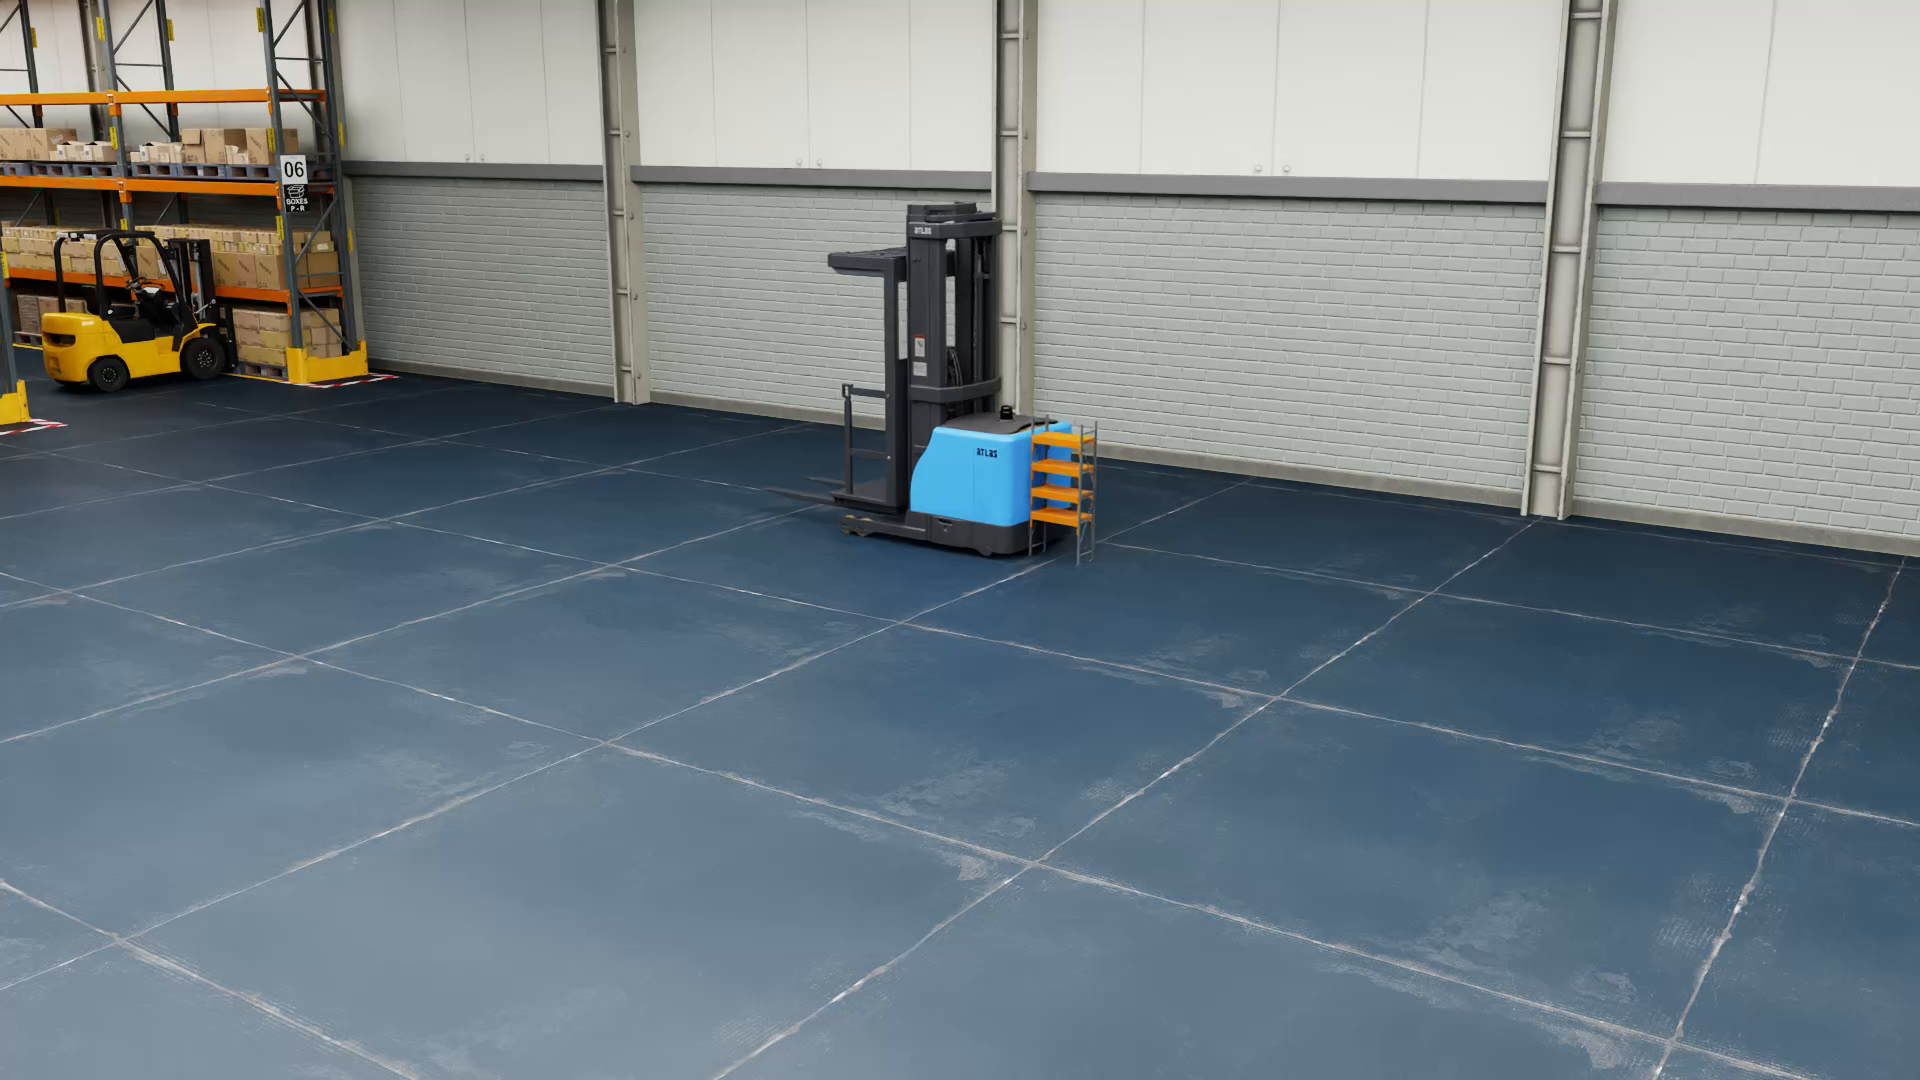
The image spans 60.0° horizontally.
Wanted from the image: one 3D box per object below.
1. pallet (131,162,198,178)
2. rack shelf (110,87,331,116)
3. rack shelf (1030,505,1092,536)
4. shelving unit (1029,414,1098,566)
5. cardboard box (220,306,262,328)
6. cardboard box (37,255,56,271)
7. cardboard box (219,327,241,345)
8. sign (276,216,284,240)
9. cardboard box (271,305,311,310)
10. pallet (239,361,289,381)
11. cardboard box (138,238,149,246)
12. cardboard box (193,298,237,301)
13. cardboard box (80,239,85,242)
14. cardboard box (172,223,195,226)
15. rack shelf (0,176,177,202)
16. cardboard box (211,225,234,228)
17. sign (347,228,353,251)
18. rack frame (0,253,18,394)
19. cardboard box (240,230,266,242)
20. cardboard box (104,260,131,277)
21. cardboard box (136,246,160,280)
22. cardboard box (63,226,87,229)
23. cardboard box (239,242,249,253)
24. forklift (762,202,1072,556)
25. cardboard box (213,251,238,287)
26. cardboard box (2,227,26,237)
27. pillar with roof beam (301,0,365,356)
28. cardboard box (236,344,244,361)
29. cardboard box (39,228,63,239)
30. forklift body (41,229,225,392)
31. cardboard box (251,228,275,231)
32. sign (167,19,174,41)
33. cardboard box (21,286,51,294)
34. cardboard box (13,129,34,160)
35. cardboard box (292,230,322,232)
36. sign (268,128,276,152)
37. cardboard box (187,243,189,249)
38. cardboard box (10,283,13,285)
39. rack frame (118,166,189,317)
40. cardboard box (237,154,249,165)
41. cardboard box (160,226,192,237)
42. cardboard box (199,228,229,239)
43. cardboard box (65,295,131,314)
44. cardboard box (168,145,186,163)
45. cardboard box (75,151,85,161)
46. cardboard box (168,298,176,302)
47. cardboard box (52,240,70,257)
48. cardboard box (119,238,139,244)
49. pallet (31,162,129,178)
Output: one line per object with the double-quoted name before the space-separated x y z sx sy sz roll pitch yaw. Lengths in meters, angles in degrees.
"pallet" -11.886 -5.681 25.472 1.213 0.211 1.003 9 17 33
"rack shelf" -10.949 -6.478 24.593 4.000 0.370 1.077 9 17 33
"rack shelf" 0.865 -0.167 14.099 0.480 0.148 0.258 11 17 35
"shelving unit" 0.867 -0.425 14.033 0.503 1.200 0.258 11 17 35
"cardboard box" -10.697 -3.328 24.791 0.500 0.250 0.500 9 17 34
"cardboard box" -14.850 -4.596 27.461 0.500 0.250 0.500 9 16 31
"cardboard box" -10.718 -3.090 24.871 0.500 0.250 0.500 9 16 32
"sign" -9.604 -4.411 23.499 0.005 0.325 0.100 9 17 33
"cardboard box" -9.999 -3.364 24.937 0.500 0.250 0.500 9 17 33
"pallet" -9.947 -2.581 24.812 1.213 0.211 1.003 9 17 33
"cardboard box" -12.491 -4.645 25.789 0.250 0.149 0.380 9 16 32
"cardboard box" -11.663 -3.639 26.050 0.500 0.250 0.500 9 16 32
"cardboard box" -13.888 -4.873 26.708 0.250 0.149 0.380 9 16 31
"cardboard box" -12.175 -4.902 26.208 0.250 0.149 0.380 9 17 33
"rack shelf" -14.268 -5.752 27.073 4.000 0.370 1.077 9 17 33
"cardboard box" -11.316 -4.768 25.664 0.250 0.149 0.380 9 16 32
"sign" -8.975 -4.409 24.426 0.005 0.325 0.100 9 17 33
"rack frame" -12.057 -2.851 20.096 0.127 3.000 1.000 9 17 33
"cardboard box" -10.324 -4.459 24.418 0.250 0.149 0.380 9 17 33
"cardboard box" -13.173 -4.320 26.344 0.500 0.250 0.500 10 17 34
"cardboard box" -12.386 -4.314 25.800 0.500 0.500 0.500 9 16 31
"cardboard box" -14.842 -5.195 28.009 0.250 0.149 0.380 9 16 32
"cardboard box" -10.343 -4.306 24.416 0.250 0.149 0.380 9 17 32
"forklift" -0.488 -1.546 14.968 3.031 2.935 1.130 10 17 36
"cardboard box" -10.695 -4.043 24.705 0.500 0.500 0.500 9 16 32
"cardboard box" -15.827 -5.176 27.930 0.250 0.149 0.380 10 17 34
"pillar with roof beam" -11.767 -6.168 21.011 0.400 9.000 9.100 9 17 33
"cardboard box" -10.673 -2.847 24.932 0.500 0.250 0.500 9 17 33
"cardboard box" -14.929 -5.050 27.425 0.250 0.149 0.380 9 17 33
"forklift body" -11.881 -3.319 23.756 1.214 2.155 2.313 9 17 33
"cardboard box" -10.467 -4.632 25.115 0.250 0.149 0.380 9 16 31
"sign" -12.278 -7.927 25.845 0.005 0.325 0.100 9 17 33
"cardboard box" -16.186 -4.351 29.136 0.250 0.149 0.380 10 17 36
"cardboard box" -14.988 -6.477 27.214 0.500 0.500 0.700 9 16 32
"cardboard box" -9.635 -4.484 24.519 0.250 0.149 0.380 10 17 35
"sign" -9.604 -5.582 23.209 0.005 0.325 0.100 9 17 33
"cardboard box" -11.445 -4.468 25.072 0.250 0.149 0.380 9 16 31
"cardboard box" -17.060 -4.490 29.696 0.250 0.149 0.380 9 16 32
"rack frame" -12.609 -4.377 26.263 0.127 3.000 1.000 9 17 33
"cardboard box" -10.146 -5.478 23.908 0.250 0.149 0.380 9 16 31
"cardboard box" -12.026 -4.734 25.526 0.250 0.149 0.380 9 16 32
"cardboard box" -11.180 -4.596 24.971 0.250 0.149 0.380 9 17 33
"cardboard box" -14.312 -3.702 27.604 0.625 0.625 0.875 8 16 31
"cardboard box" -11.546 -5.761 24.808 0.258 0.266 0.396 9 16 31
"cardboard box" -13.690 -6.051 26.222 0.250 0.149 0.380 9 17 33
"cardboard box" -12.382 -3.604 25.908 0.500 0.250 0.500 9 16 32
"cardboard box" -14.419 -4.771 27.124 0.500 0.250 0.500 9 17 34
"cardboard box" -13.016 -4.742 26.179 0.250 0.149 0.380 10 17 35
"pallet" -14.385 -6.055 27.193 1.213 0.211 1.003 10 17 35
